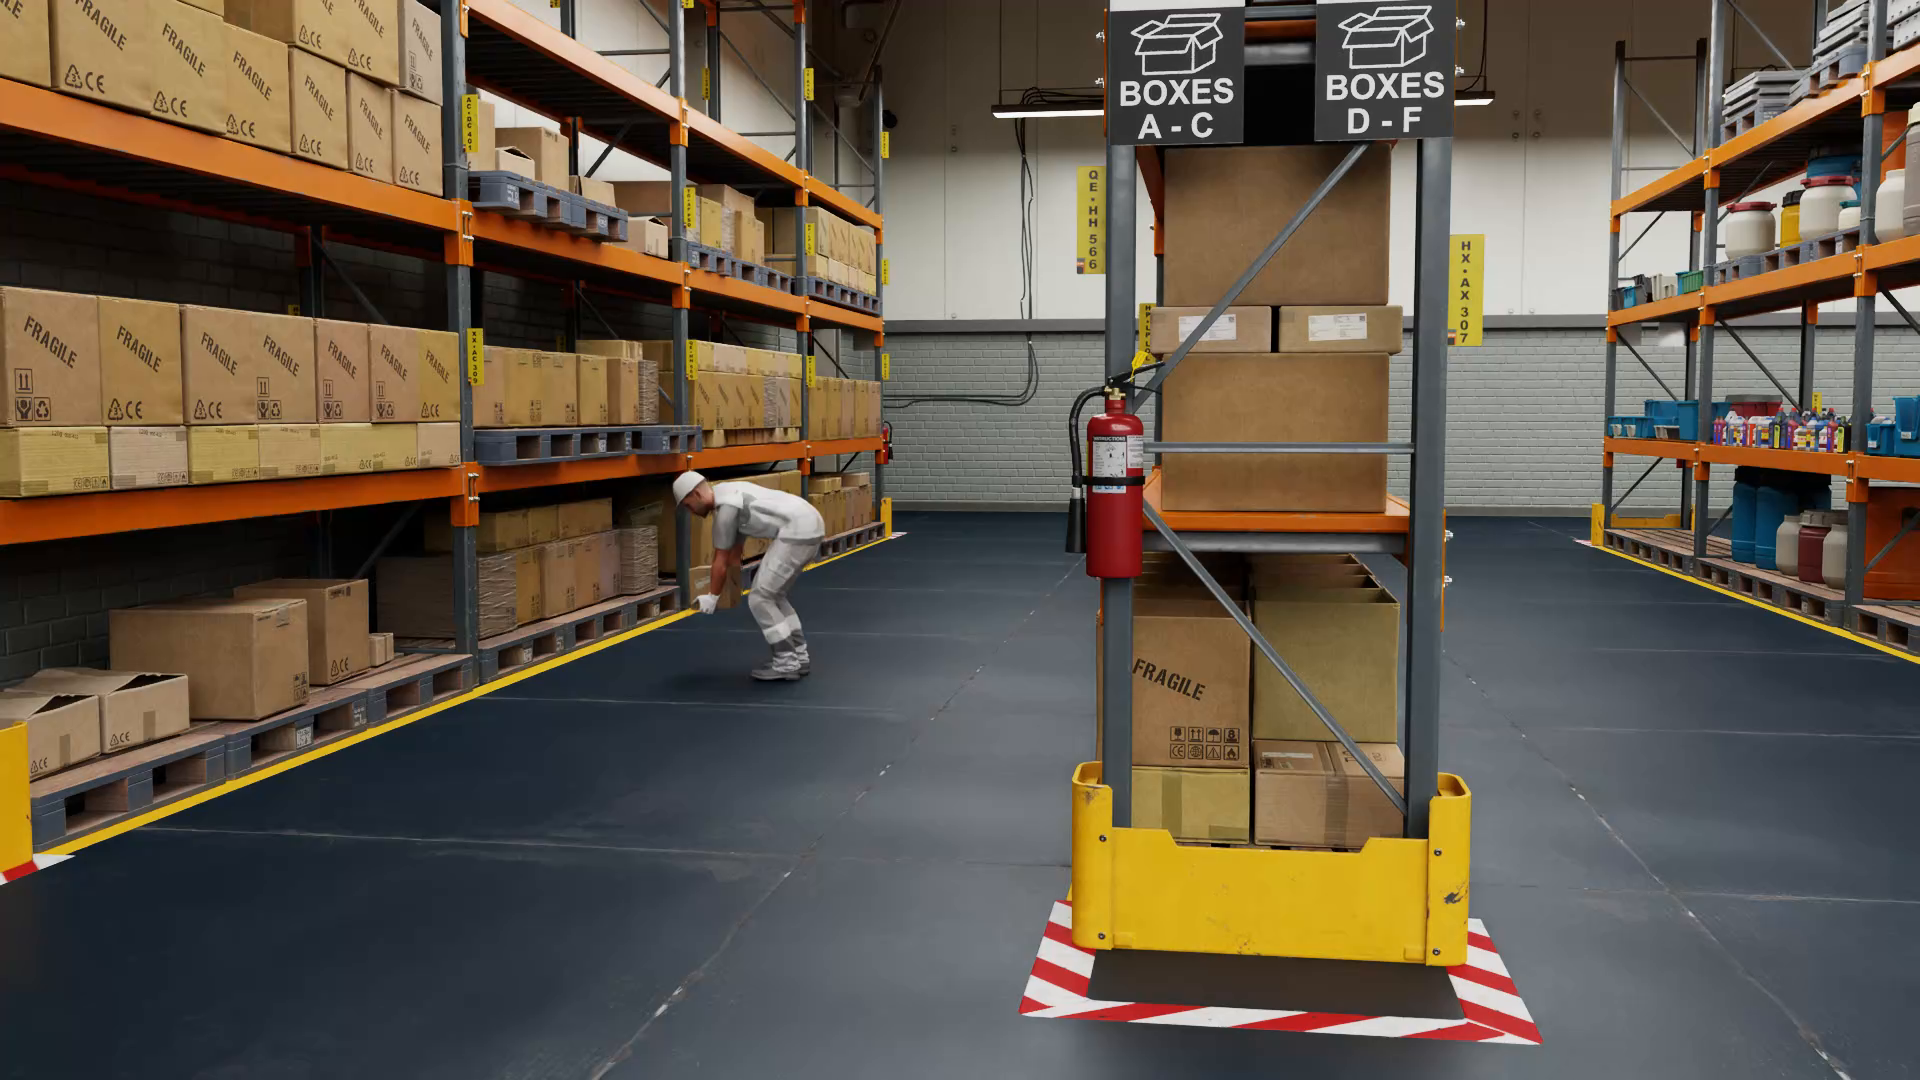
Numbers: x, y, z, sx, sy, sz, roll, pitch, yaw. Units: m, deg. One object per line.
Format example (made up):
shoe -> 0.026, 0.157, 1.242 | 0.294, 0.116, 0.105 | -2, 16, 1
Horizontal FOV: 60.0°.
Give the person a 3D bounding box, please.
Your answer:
person -> -1.286, 0.208, 10.149 | 0.927, 1.258, 0.507 | 0, 4, 6
